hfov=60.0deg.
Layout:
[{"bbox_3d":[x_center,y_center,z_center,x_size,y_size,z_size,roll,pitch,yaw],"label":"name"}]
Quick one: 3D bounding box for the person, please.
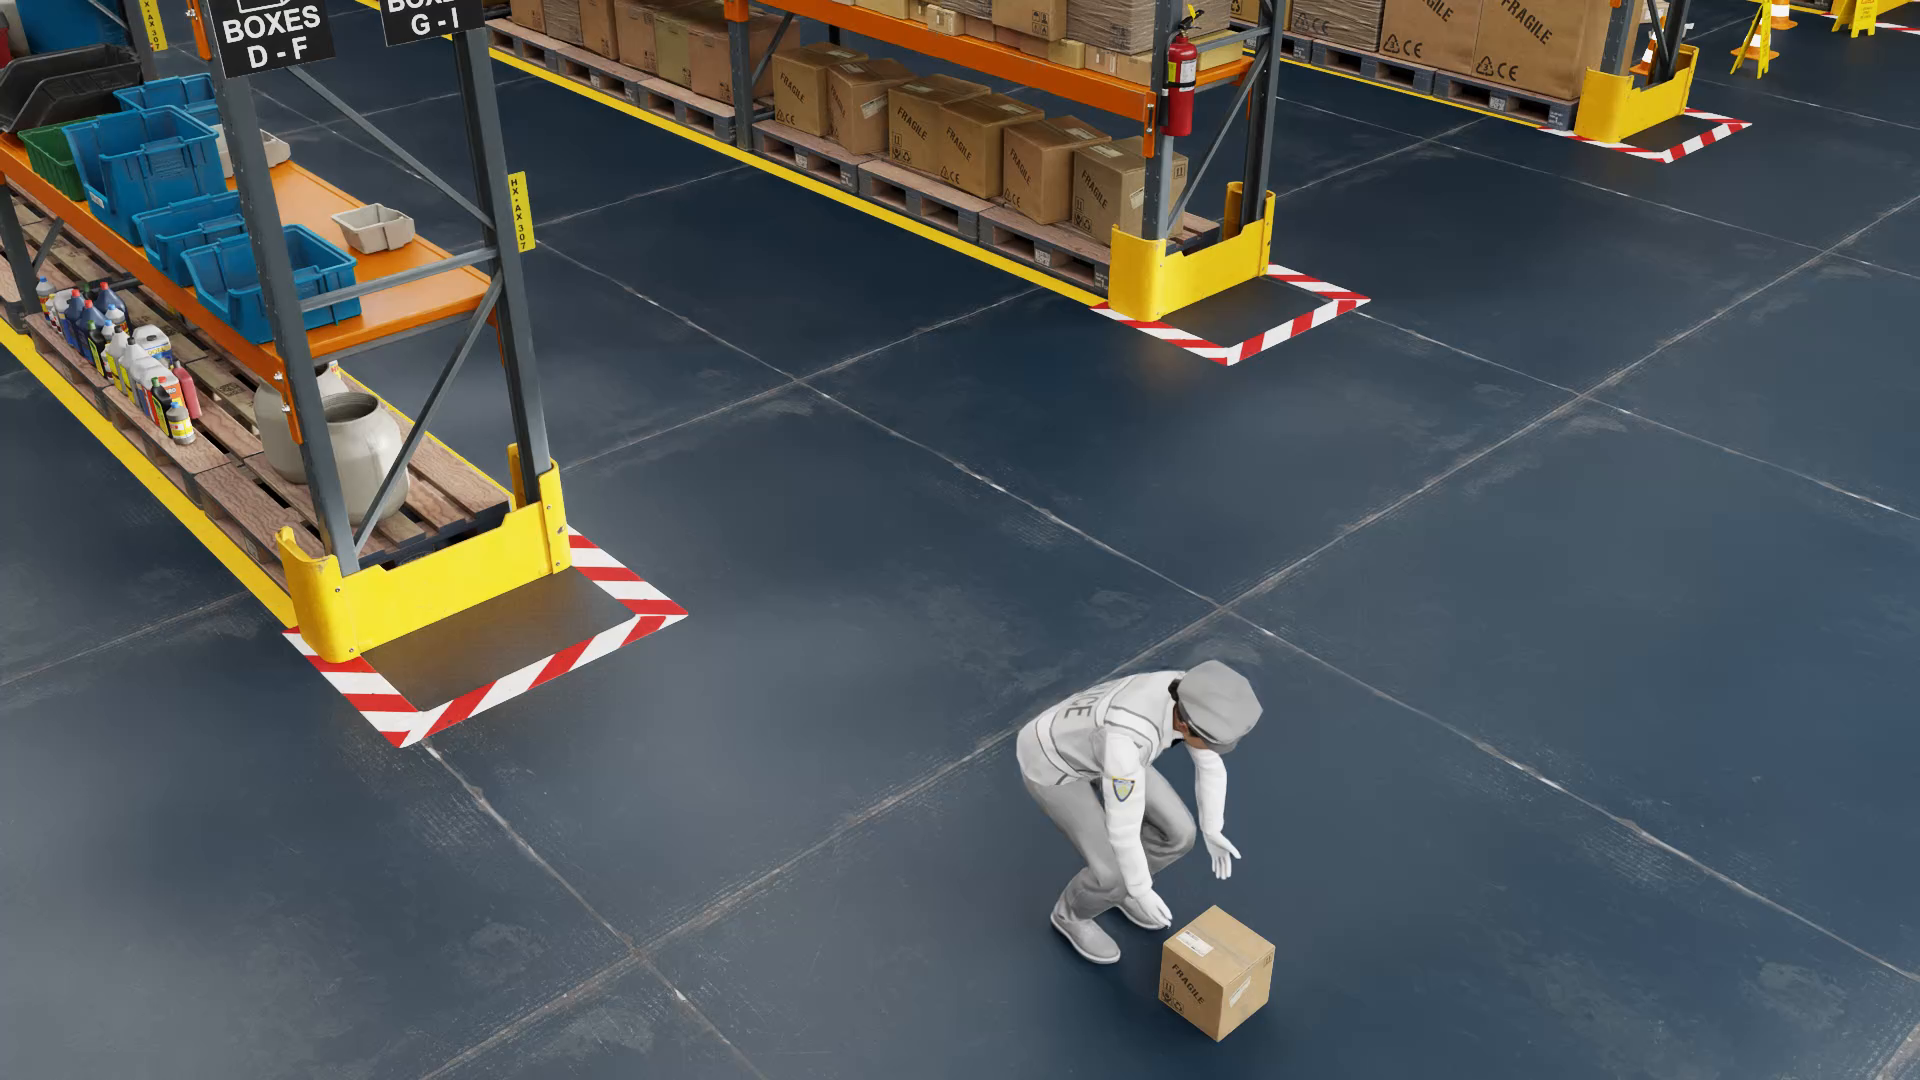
[{"bbox_3d":[0.561,0.807,5.304,0.522,1.180,0.796,-26,40,-35],"label":"person"}]
